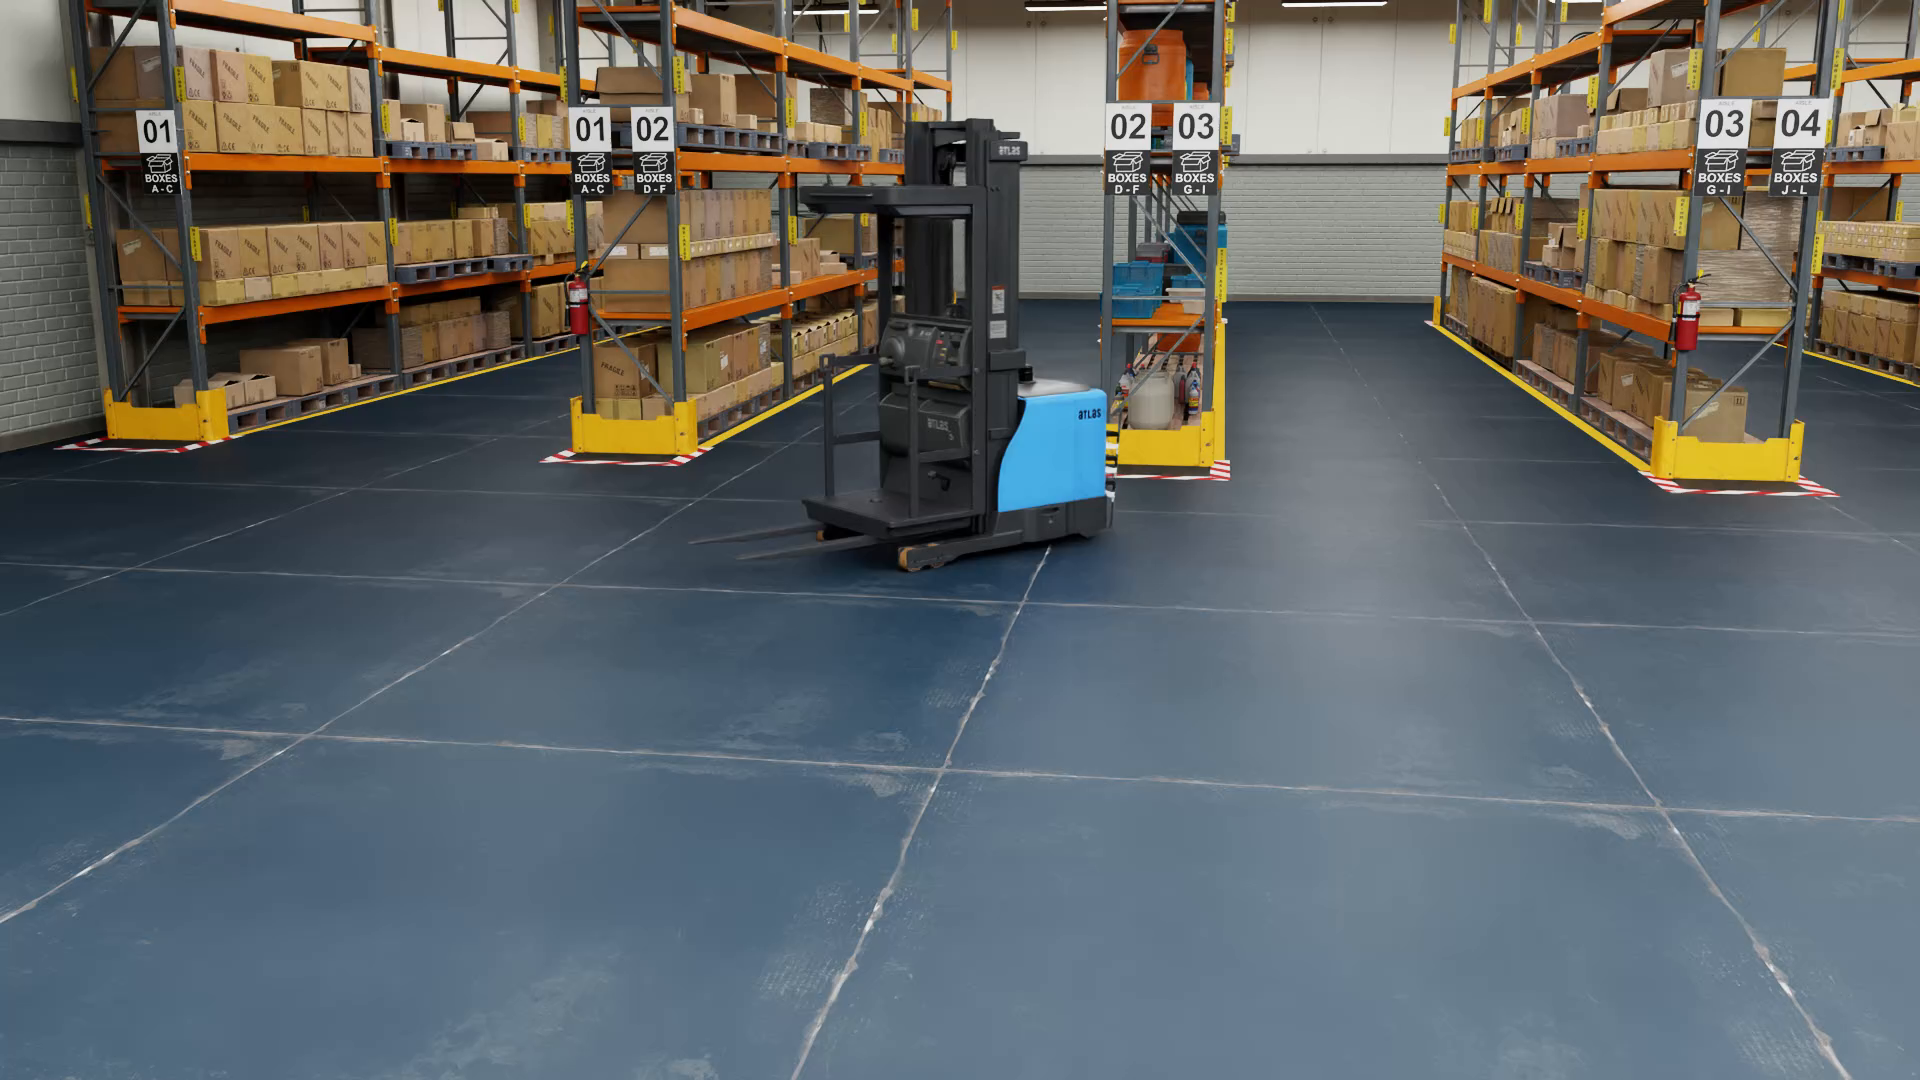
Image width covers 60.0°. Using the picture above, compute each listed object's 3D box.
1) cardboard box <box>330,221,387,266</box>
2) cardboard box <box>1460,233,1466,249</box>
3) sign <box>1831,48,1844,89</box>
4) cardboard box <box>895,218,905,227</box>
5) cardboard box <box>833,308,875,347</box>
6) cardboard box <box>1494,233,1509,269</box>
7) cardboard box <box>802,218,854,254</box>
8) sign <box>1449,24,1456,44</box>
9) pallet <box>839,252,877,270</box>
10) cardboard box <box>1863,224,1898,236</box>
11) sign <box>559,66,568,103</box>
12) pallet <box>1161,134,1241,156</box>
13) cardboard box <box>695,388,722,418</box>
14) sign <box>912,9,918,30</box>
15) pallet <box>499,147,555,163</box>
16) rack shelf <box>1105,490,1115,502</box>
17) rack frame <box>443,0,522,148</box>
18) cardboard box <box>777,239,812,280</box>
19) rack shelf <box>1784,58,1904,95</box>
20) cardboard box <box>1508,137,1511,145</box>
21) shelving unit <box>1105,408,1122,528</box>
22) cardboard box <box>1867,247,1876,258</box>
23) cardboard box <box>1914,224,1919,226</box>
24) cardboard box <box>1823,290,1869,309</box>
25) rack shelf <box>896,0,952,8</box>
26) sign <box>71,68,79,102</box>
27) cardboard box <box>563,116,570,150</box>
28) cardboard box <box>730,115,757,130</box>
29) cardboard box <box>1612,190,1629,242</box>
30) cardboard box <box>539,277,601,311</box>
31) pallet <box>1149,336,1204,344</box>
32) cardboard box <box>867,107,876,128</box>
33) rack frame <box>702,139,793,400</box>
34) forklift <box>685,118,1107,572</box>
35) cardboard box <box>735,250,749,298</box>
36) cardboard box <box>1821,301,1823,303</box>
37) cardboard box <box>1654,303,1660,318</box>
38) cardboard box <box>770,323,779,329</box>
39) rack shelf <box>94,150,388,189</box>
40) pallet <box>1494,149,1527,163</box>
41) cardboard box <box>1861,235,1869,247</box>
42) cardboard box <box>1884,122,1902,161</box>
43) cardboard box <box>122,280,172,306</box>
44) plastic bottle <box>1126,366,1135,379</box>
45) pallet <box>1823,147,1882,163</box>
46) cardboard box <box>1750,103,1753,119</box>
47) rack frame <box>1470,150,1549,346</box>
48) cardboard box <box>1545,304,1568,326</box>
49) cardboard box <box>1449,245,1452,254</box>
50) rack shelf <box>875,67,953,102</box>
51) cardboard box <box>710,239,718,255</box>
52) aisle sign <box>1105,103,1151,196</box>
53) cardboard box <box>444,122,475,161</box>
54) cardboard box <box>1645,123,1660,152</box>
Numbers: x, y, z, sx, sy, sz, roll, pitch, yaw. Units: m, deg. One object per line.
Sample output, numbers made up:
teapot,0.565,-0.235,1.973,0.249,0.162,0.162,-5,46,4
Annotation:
cardboard box,-7.160,-3.515,19.712,0.500,0.500,0.500,2,12,9
cardboard box,8.485,-4.891,27.217,0.500,0.250,0.500,2,12,10
sign,7.212,-3.882,13.693,0.100,0.325,0.005,2,12,9
cardboard box,-0.916,-5.453,27.563,0.500,0.500,0.500,2,12,10
cardboard box,-1.530,-3.072,24.016,0.500,0.500,0.500,2,12,11
cardboard box,7.975,-4.149,23.887,0.500,0.500,0.500,2,12,10
cardboard box,-1.896,-4.382,23.973,0.700,0.500,0.500,-2,12,-10
sign,8.589,-8.823,28.979,0.100,0.325,0.005,2,12,9
pallet,-1.847,-4.043,24.088,1.213,0.211,1.003,2,12,9
cardboard box,12.615,-4.249,22.777,0.380,0.149,0.250,2,12,11
sign,-3.646,-4.209,15.369,0.100,0.325,0.005,2,12,9
pallet,2.382,-4.220,17.783,1.213,0.211,1.003,2,12,9
cardboard box,-2.737,-1.398,16.889,0.500,0.250,0.500,2,12,9
sign,-0.718,-8.276,26.441,0.100,0.325,0.005,2,12,9
pallet,-6.731,-5.663,24.477,1.213,0.211,1.003,2,12,11
rack shelf,0.996,-0.338,12.400,0.200,0.077,0.258,-2,12,-34
rack frame,-6.777,-7.086,23.512,1.000,3.000,0.127,2,12,9
cardboard box,-2.205,-3.583,21.260,0.500,0.500,0.500,2,12,9
rack shelf,13.714,-7.318,26.306,1.077,0.370,4.000,2,12,9
cardboard box,8.144,-5.748,24.024,0.380,0.149,0.250,1,12,6
shelving unit,1.011,-0.548,12.365,0.210,0.900,0.258,-2,12,-34
cardboard box,12.574,-3.903,22.583,0.380,0.149,0.250,1,12,6
cardboard box,13.254,-4.227,22.673,0.380,0.149,0.250,2,12,10
cardboard box,13.032,-3.527,24.396,0.500,0.250,0.500,1,12,6
rack shelf,-0.959,-9.448,28.292,1.077,0.370,4.000,2,12,9
sign,-8.553,-4.409,16.110,0.100,0.325,0.005,2,12,9
cardboard box,-6.428,-6.418,26.254,0.700,0.500,0.500,2,12,8
cardboard box,-2.413,-4.518,17.984,0.380,0.149,0.250,2,12,9
cardboard box,6.817,-3.228,16.536,0.500,0.500,0.500,2,12,9
cardboard box,-6.267,-3.815,26.683,0.750,0.750,0.750,2,12,10
pallet,3.282,-2.888,24.891,1.003,0.211,1.213,2,12,9
cardboard box,-1.619,-6.215,25.121,0.600,0.600,0.600,1,12,6
rack frame,-2.497,-3.161,19.539,1.000,3.000,0.127,2,12,9
forklift,-0.406,-1.345,11.279,3.031,2.935,1.130,-9,15,-37
cardboard box,-2.715,-2.903,18.104,0.700,0.500,0.500,2,12,9
cardboard box,13.893,-3.705,26.423,0.380,0.149,0.250,2,12,10
cardboard box,6.596,-2.107,15.245,0.380,0.149,0.250,2,12,9
cardboard box,-2.565,-2.602,21.145,0.500,0.311,0.500,2,12,8
rack shelf,-7.700,-4.019,18.108,1.077,0.370,4.000,2,12,9
pallet,8.429,-5.684,24.584,0.805,0.209,1.217,1,12,6
cardboard box,12.614,-4.104,22.809,0.380,0.149,0.250,2,12,10
cardboard box,12.773,-5.341,22.297,0.500,0.500,0.500,2,12,9
cardboard box,-8.127,-2.528,16.911,0.500,0.250,0.500,2,12,9
plastic bottle,1.833,-1.726,18.124,0.144,0.351,0.185,1,12,6
pallet,13.206,-5.572,24.053,1.213,0.211,1.003,2,12,9
cardboard box,6.999,-3.751,14.570,0.380,0.149,0.250,2,12,8
rack frame,8.521,-4.504,25.773,1.000,3.000,0.127,2,12,9
cardboard box,7.833,-2.891,21.396,0.500,0.250,0.500,2,12,11
cardboard box,8.640,-4.990,28.623,0.380,0.149,0.250,2,12,8
rack shelf,-0.959,-7.822,28.642,1.077,0.370,4.000,2,12,9
cardboard box,-2.682,-2.984,16.940,0.380,0.149,0.250,1,12,7
aisle sign,1.477,-3.432,14.628,0.394,0.787,0.004,2,12,9
cardboard box,-7.068,-5.413,22.576,0.797,0.503,0.637,4,13,17
cardboard box,6.660,-3.718,15.362,0.500,0.250,0.500,2,12,10
